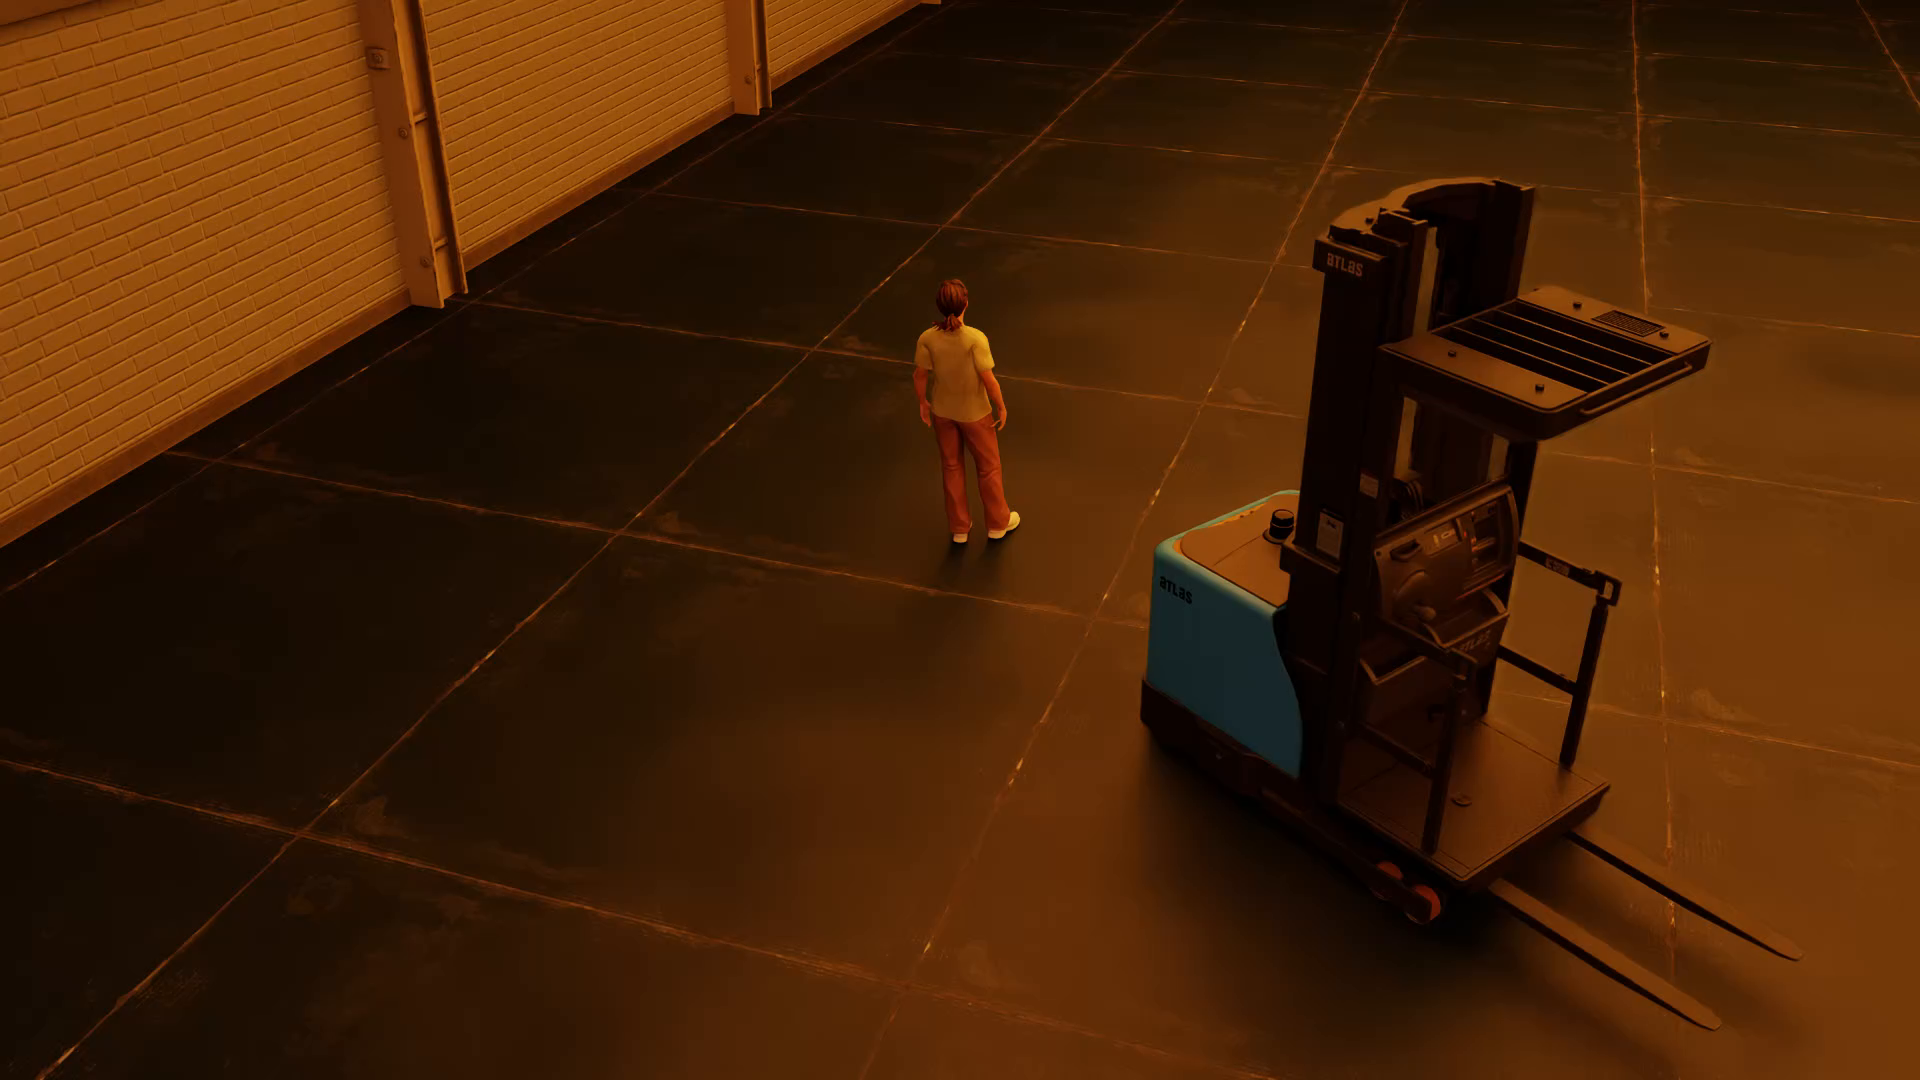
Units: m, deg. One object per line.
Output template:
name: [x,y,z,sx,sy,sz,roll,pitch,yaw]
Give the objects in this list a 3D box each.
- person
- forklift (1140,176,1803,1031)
person: [0.035,-0.767,9.735,0.553,1.673,0.548,10,31,16]
forklift: [2.212,0.105,6.953,1.130,2.935,3.031,-21,36,-32]
